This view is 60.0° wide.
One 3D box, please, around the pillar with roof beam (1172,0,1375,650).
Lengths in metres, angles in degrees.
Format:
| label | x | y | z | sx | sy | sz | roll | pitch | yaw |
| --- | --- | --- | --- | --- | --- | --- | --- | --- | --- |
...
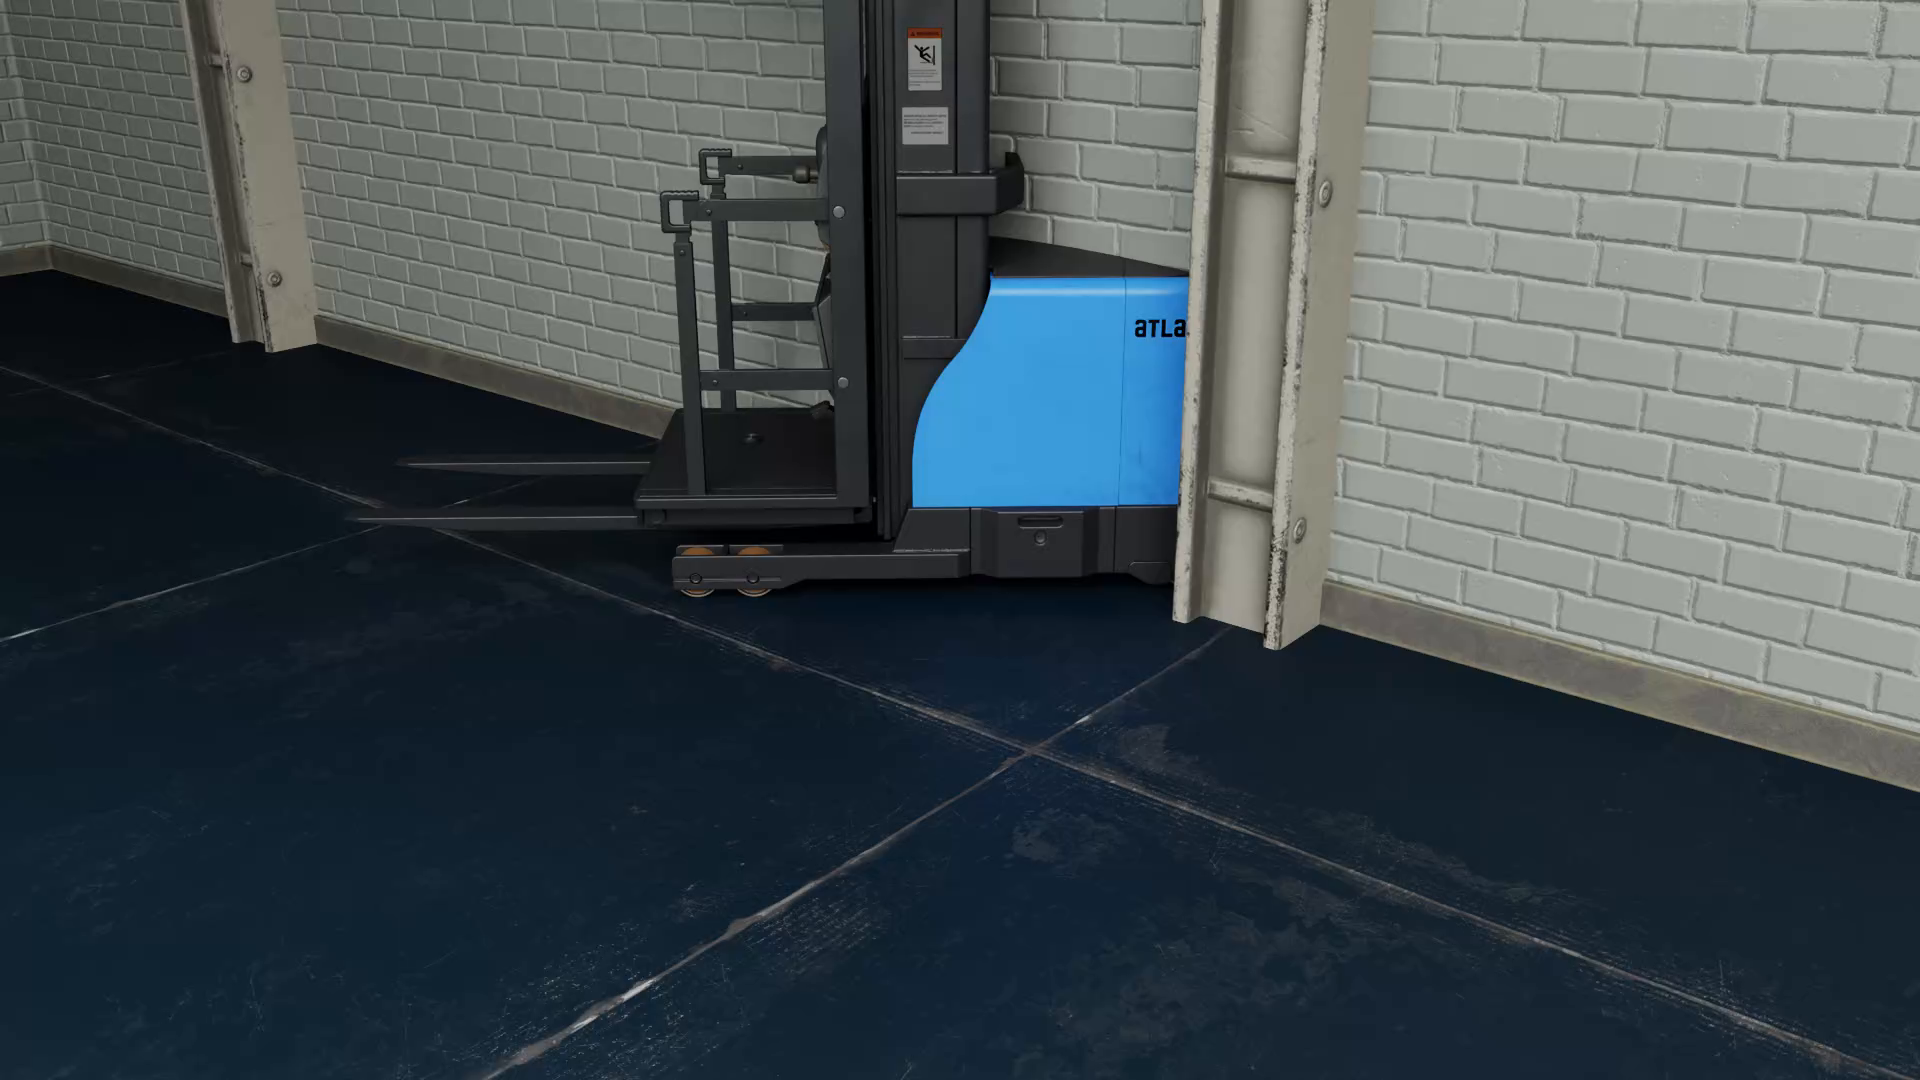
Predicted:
| label | x | y | z | sx | sy | sz | roll | pitch | yaw |
| --- | --- | --- | --- | --- | --- | --- | --- | --- | --- |
| pillar with roof beam | -1.776 | -2.771 | 0.763 | 0.400 | 9.000 | 9.100 | 16 | 26 | 36 |

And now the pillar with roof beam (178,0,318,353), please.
| label | x | y | z | sx | sy | sz | roll | pitch | yaw |
| --- | --- | --- | --- | --- | --- | --- | --- | --- | --- |
| pillar with roof beam | -6.424 | -4.110 | 4.312 | 0.400 | 9.000 | 9.100 | 16 | 26 | 36 |

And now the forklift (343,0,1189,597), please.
| label | x | y | z | sx | sy | sz | roll | pitch | yaw |
| --- | --- | --- | --- | --- | --- | --- | --- | --- | --- |
| forklift | -0.624 | -1.366 | 5.637 | 3.031 | 2.935 | 1.130 | 0 | 21 | -1 |
